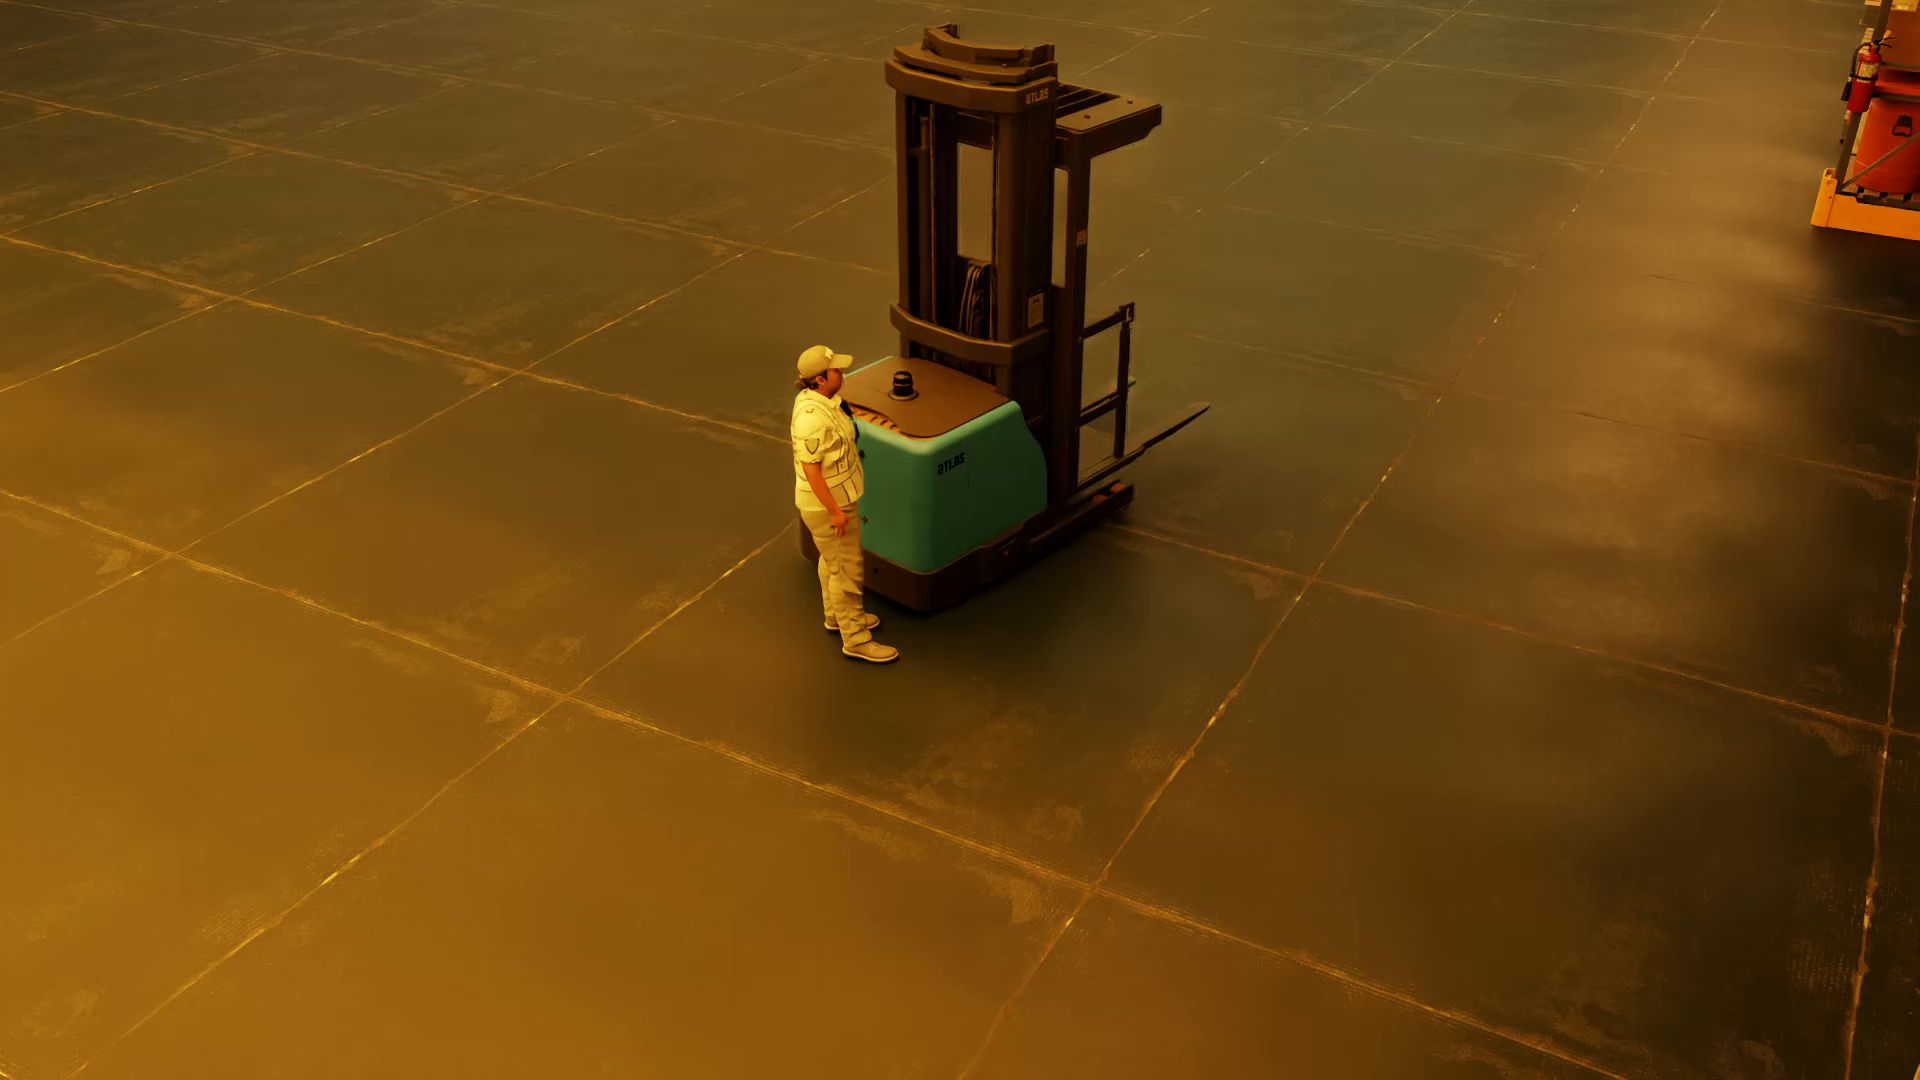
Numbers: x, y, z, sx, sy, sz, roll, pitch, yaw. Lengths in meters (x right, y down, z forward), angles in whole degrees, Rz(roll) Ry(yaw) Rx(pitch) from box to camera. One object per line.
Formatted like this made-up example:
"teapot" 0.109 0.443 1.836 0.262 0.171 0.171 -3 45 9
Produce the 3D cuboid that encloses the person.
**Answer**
"person" -0.597 -0.213 8.691 0.529 1.670 0.599 0 30 -1

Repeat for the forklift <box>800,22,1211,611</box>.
"forklift" 0.425 -1.531 9.724 1.130 2.935 3.031 24 38 35
